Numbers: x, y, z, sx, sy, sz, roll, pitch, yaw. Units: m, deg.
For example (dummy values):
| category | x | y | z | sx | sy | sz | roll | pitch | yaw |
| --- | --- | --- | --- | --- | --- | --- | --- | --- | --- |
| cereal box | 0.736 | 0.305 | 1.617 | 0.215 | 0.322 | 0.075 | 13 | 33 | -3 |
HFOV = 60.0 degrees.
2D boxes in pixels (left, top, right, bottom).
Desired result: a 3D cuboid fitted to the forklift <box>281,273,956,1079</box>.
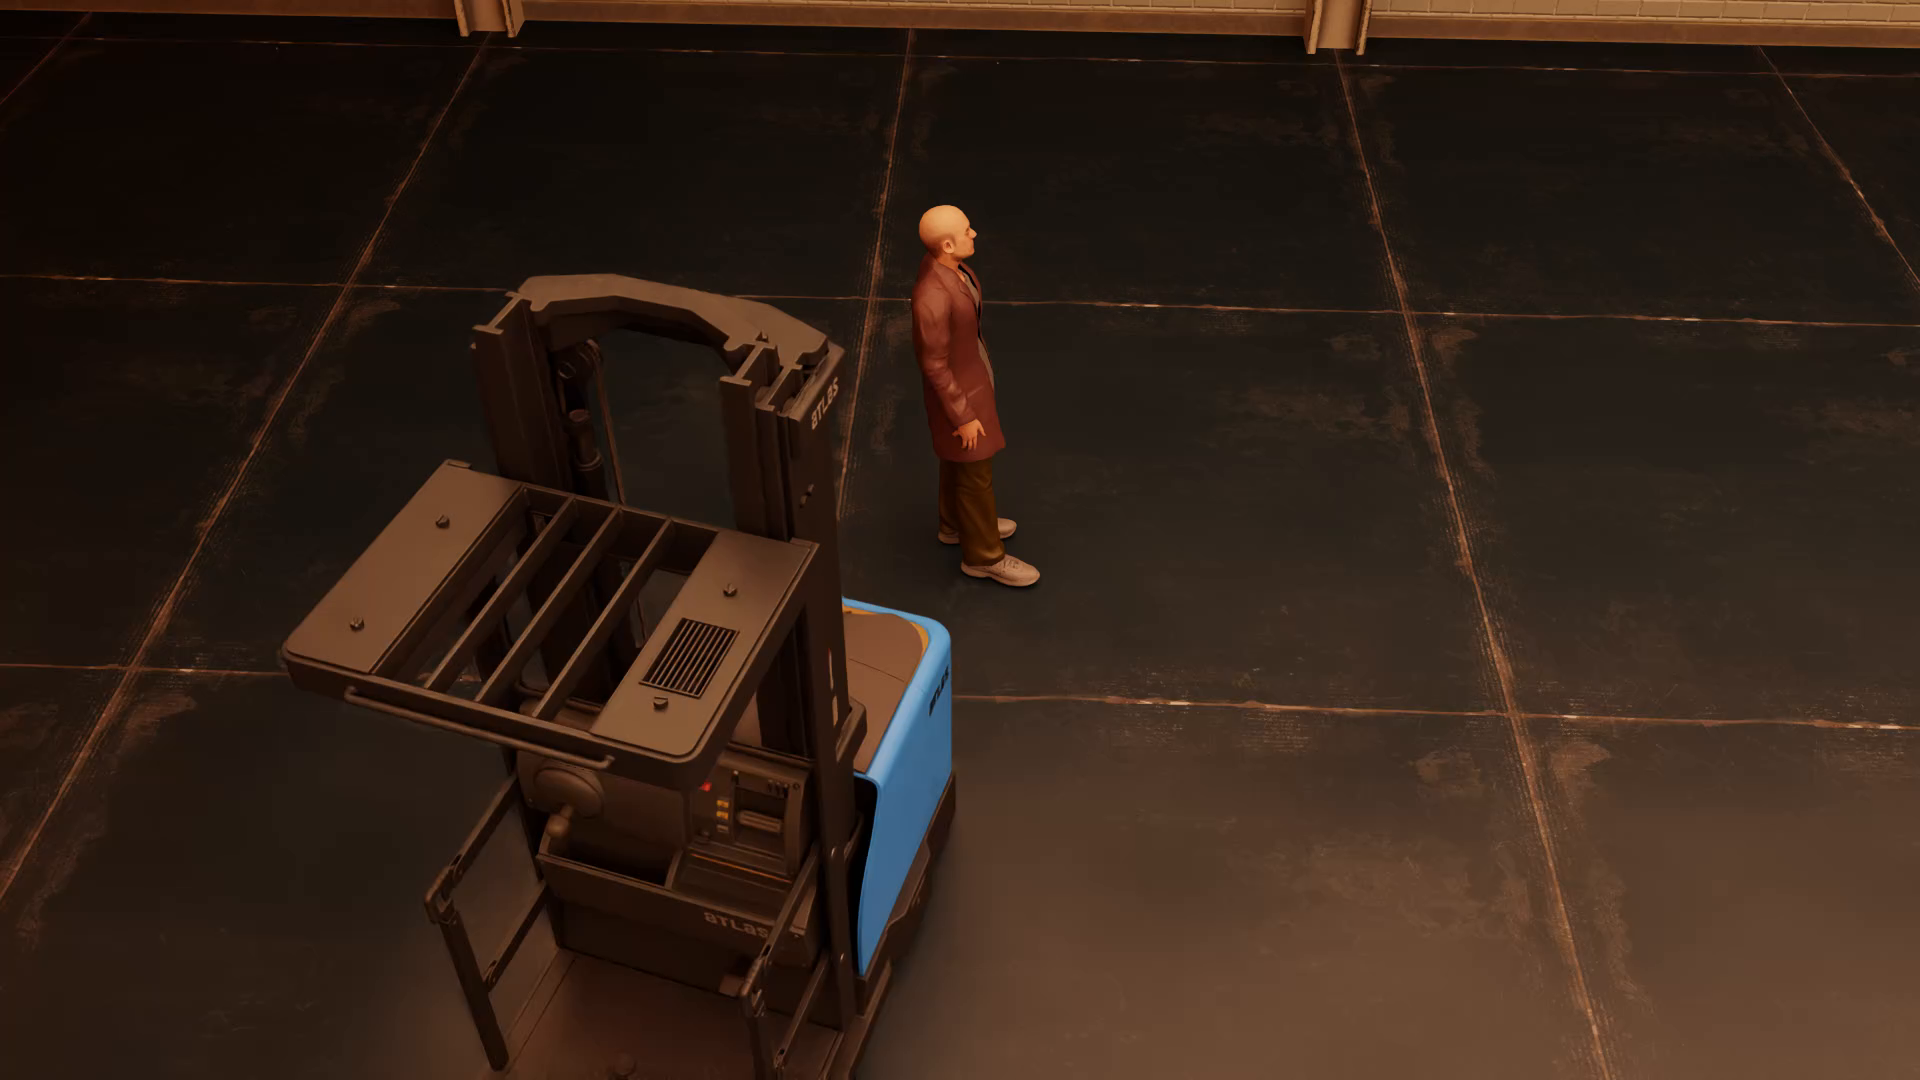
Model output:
| category | x | y | z | sx | sy | sz | roll | pitch | yaw |
| --- | --- | --- | --- | --- | --- | --- | --- | --- | --- |
| forklift | -0.964 | 0.848 | 4.813 | 1.130 | 2.935 | 3.031 | 13 | 44 | 13 |

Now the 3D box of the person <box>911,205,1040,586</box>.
| category | x | y | z | sx | sy | sz | roll | pitch | yaw |
| --- | --- | --- | --- | --- | --- | --- | --- | --- | --- |
| person | 0.092 | -0.657 | 7.306 | 0.579 | 1.777 | 0.698 | 2 | 42 | 2 |
